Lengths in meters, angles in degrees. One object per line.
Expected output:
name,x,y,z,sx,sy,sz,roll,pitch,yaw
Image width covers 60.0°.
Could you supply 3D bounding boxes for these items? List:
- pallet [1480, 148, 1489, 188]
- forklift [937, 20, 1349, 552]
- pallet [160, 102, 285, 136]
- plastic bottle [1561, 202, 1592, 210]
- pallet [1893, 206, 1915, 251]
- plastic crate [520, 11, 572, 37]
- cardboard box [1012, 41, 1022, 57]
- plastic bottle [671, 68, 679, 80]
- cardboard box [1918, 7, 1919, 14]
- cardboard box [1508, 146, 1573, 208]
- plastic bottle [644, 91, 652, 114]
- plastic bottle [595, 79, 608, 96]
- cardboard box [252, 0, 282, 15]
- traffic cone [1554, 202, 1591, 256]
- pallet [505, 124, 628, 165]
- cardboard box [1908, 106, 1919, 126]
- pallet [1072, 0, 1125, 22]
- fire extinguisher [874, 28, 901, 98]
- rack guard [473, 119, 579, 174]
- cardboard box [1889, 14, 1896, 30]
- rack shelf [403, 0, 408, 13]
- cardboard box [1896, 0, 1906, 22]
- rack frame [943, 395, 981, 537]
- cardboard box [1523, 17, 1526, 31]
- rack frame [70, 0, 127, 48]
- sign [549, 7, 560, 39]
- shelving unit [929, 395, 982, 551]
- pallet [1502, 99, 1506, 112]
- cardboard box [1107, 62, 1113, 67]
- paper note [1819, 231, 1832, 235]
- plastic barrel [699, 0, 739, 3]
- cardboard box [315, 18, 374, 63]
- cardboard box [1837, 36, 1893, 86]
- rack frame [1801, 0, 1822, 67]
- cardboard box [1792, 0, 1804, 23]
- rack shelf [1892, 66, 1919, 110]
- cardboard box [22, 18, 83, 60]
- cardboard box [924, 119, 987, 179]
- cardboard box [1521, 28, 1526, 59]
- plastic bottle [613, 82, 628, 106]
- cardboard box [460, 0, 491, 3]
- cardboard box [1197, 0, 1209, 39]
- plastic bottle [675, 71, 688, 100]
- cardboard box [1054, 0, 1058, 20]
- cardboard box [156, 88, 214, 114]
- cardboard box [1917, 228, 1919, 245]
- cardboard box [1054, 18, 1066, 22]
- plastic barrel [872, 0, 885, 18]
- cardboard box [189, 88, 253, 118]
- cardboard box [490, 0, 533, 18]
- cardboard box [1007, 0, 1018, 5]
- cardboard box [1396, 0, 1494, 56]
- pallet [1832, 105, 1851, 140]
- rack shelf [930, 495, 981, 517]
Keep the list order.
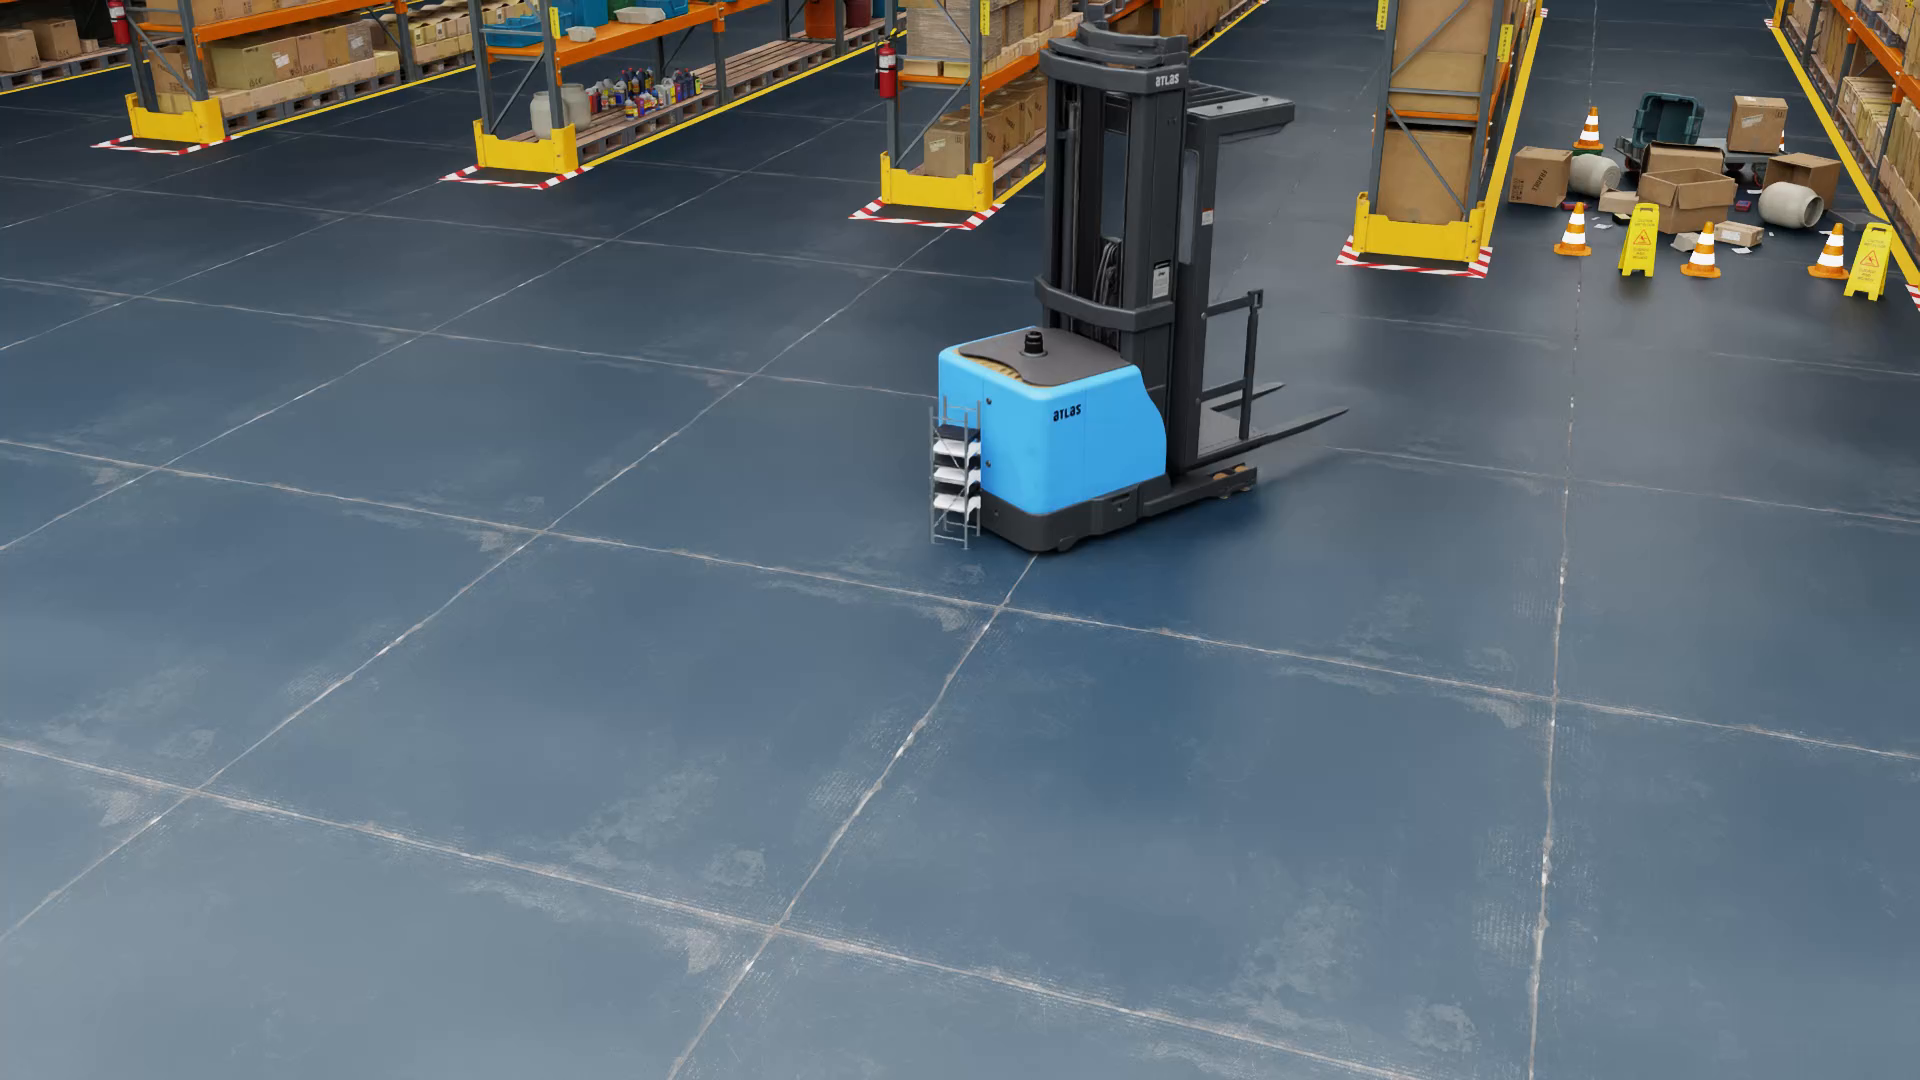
pallet,5.379,-4.208,18.699,1.003,0.211,1.213,9,27,17
forklift,1.327,-1.750,10.502,3.031,2.935,1.130,-19,31,-33
pallet,-9.394,-5.385,21.130,1.003,0.211,1.213,9,27,17
plastic bottle,6.449,-3.496,17.400,0.283,0.061,0.133,0,26,-1
pallet,9.813,-3.049,16.305,1.003,0.211,1.213,9,27,17
plastic crate,-4.833,-6.048,19.470,0.499,0.251,0.408,9,27,17
cardboard box,0.461,-5.366,18.178,0.380,0.149,0.250,9,27,17
plastic bottle,-3.687,-5.964,21.660,0.144,0.351,0.185,9,27,17
cardboard box,9.866,-5.361,16.277,0.700,0.500,0.500,9,27,18
cardboard box,6.157,-3.854,17.633,0.500,0.500,0.500,14,29,26
plastic bottle,-3.895,-5.452,20.694,0.097,0.271,0.097,0,26,0
plastic bottle,-4.534,-5.649,21.010,0.144,0.351,0.185,10,28,20
cardboard box,-9.101,-6.974,21.098,0.700,0.500,0.500,9,27,18
traffic cone,5.891,-2.991,15.897,0.336,0.463,0.334,9,27,17
pallet,-4.683,-4.716,19.748,1.003,0.211,1.213,9,27,17
cardboard box,9.689,-4.212,16.575,0.380,0.149,0.250,10,28,19
pallet,1.454,-6.732,20.932,1.003,0.211,1.213,9,27,17
fire extinguisher,-0.741,-4.866,16.948,0.296,0.674,0.183,9,27,17
rack guard,-4.958,-4.513,18.997,1.175,0.500,0.348,9,27,17
cardboard box,10.556,-5.738,18.465,0.380,0.149,0.250,9,27,18
rack shelf,-7.612,-8.462,25.110,1.077,0.370,4.000,9,27,17
cardboard box,10.509,-5.883,18.021,0.500,0.500,0.500,9,27,18
rack frame,0.011,-0.443,10.131,0.240,0.900,0.006,10,28,20
cardboard box,7.664,-7.266,23.342,0.500,0.250,0.500,8,27,17
rack frame,-12.950,-8.680,24.736,1.000,3.000,0.127,9,27,17
sign,-4.422,-5.643,18.145,0.100,0.325,0.005,9,27,17
shelving unit,-0.028,-0.402,10.047,0.258,0.900,0.210,10,28,20
pallet,6.704,-5.840,22.070,1.003,0.211,1.213,9,27,17
cardboard box,1.650,-6.271,22.123,0.700,0.500,0.500,6,27,13
paper note,8.642,-3.058,16.530,0.142,0.019,0.148,0,26,-1
plastic barrel,-3.194,-7.584,21.896,0.600,0.901,0.708,9,27,17
cardboard box,-8.403,-6.826,22.720,0.500,0.500,0.500,9,27,17
cardboard box,12.047,-6.236,21.645,0.875,0.875,0.875,8,27,17
rack frame,13.070,-8.376,24.107,1.000,3.000,0.127,9,27,17
cardboard box,14.276,-8.770,27.379,0.875,0.438,0.875,8,27,16
rack shelf,9.742,-3.943,15.776,1.077,0.370,4.000,9,27,17
cardboard box,-13.258,-7.321,24.292,0.500,0.500,0.500,7,27,14
cardboard box,-0.045,-4.200,17.868,0.500,0.500,0.500,14,29,27
cardboard box,8.014,-7.354,24.384,0.500,0.500,0.500,8,27,16
plastic bottle,-4.324,-5.681,21.161,0.152,0.276,0.135,9,27,17
cardboard box,-7.565,-8.421,26.231,0.500,0.311,0.500,8,27,16
cardboard box,3.234,-8.412,26.139,1.225,0.875,0.875,8,27,16
plastic bottle,-3.614,-5.864,21.454,0.144,0.351,0.185,7,27,15
cardboard box,0.655,-6.328,19.421,0.875,0.500,0.500,9,27,17
cardboard box,-9.709,-5.534,20.912,0.500,0.250,0.500,9,27,17
cardboard box,9.100,-2.777,15.217,0.500,0.250,0.500,9,27,17
cardboard box,1.036,-6.086,19.666,0.380,0.149,0.250,9,27,17
plastic barrel,-1.379,-9.264,27.867,0.600,0.901,0.708,9,27,17
cardboard box,-9.221,-5.459,20.756,0.500,0.250,0.500,9,27,17
cardboard box,-7.056,-8.346,26.074,0.500,0.311,0.500,8,27,17
cardboard box,0.345,-5.901,17.393,0.500,0.500,0.500,9,27,17
cardboard box,4.535,-4.821,15.354,0.875,0.550,0.550,9,27,17
pallet,11.477,-5.156,20.657,1.003,0.211,1.213,9,27,17
rack shelf,-0.028,-0.210,10.140,0.258,0.077,0.200,10,28,20
